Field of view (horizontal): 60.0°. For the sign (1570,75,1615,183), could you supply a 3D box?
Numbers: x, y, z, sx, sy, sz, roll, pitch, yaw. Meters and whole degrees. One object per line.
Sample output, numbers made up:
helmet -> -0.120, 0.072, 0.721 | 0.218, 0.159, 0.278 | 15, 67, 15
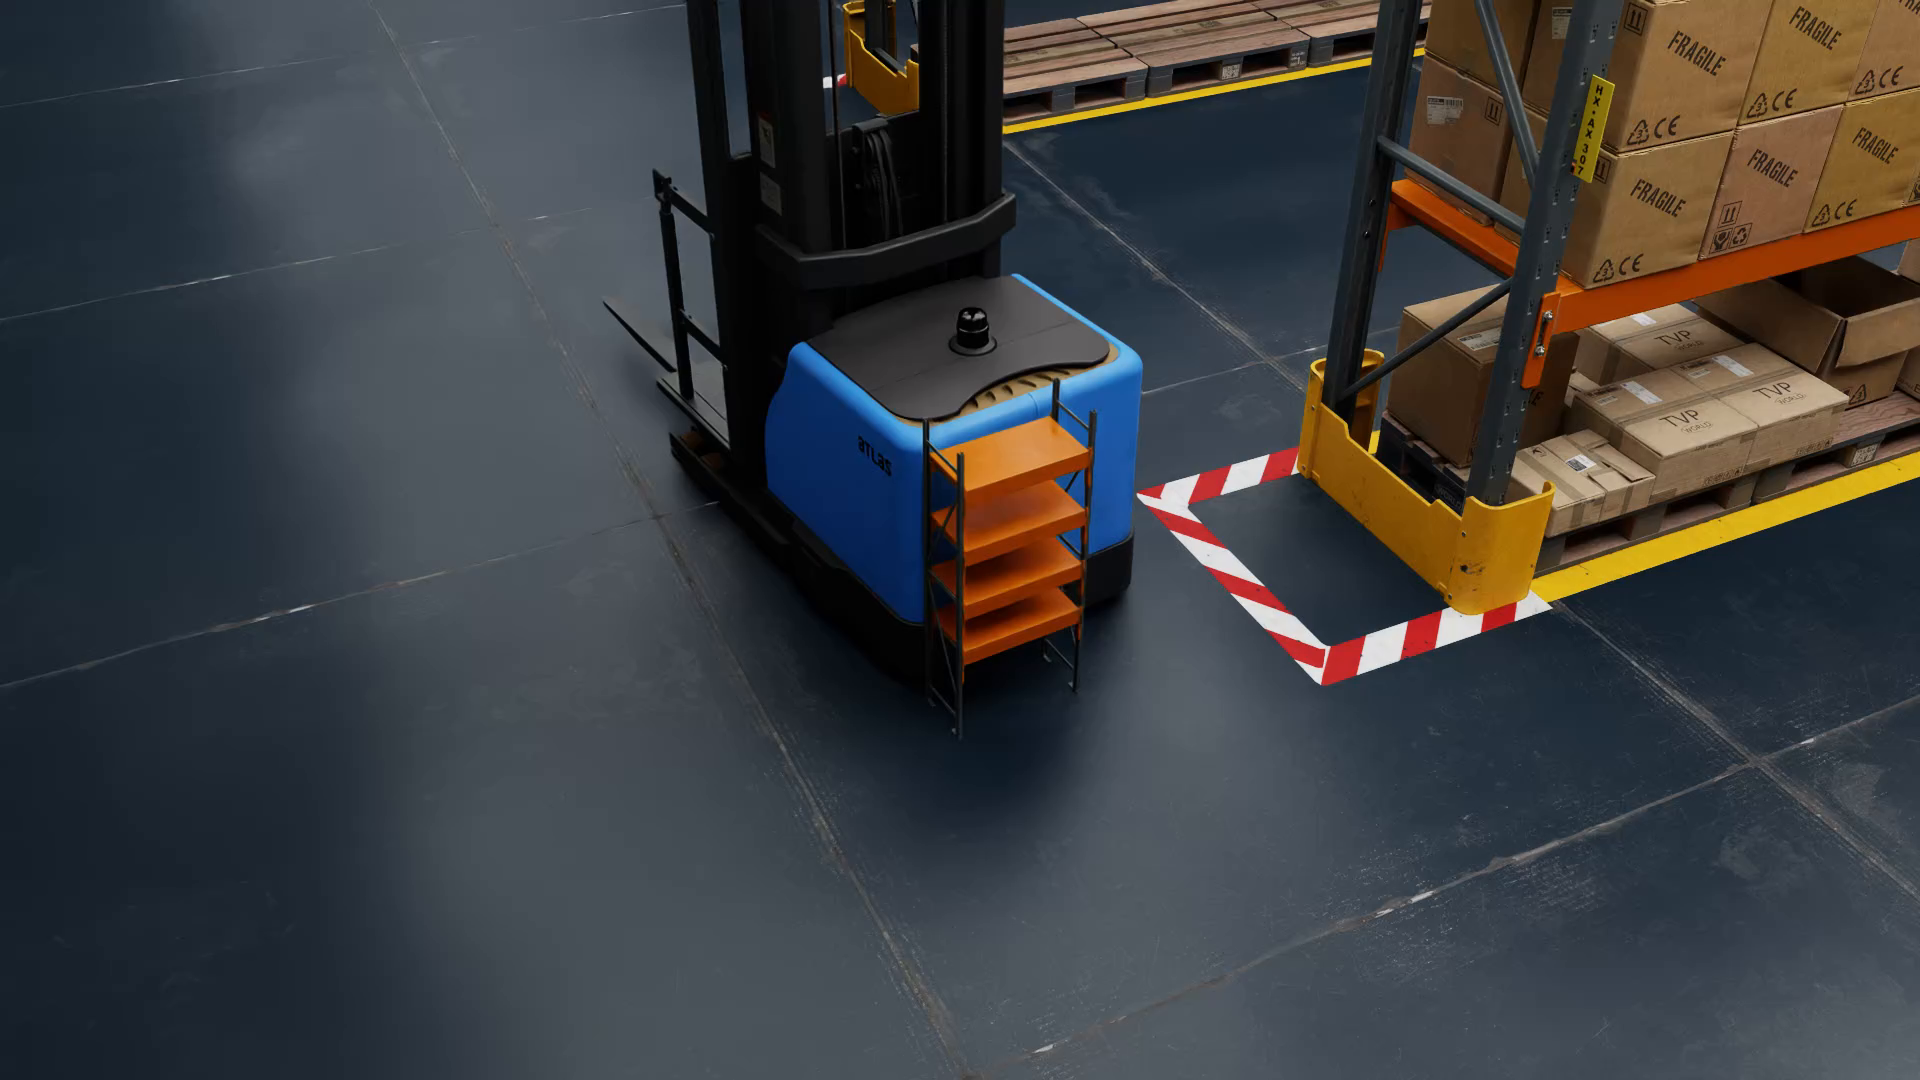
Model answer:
sign -> 1.994, -1.297, 5.255 | 0.005, 0.325, 0.100 | -16, 39, -20

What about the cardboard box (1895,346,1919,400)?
cardboard box -> 4.311, -0.865, 7.285 | 0.500, 0.311, 0.500 | -16, 39, -20

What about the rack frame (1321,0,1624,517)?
rack frame -> 1.764, -1.242, 5.907 | 0.127, 3.000, 1.000 | -16, 39, -20

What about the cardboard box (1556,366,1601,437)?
cardboard box -> 2.556, -0.606, 7.057 | 0.250, 0.166, 0.380 | -16, 39, -20

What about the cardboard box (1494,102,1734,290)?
cardboard box -> 2.277, -1.253, 5.837 | 0.500, 0.500, 0.500 | -15, 39, -19

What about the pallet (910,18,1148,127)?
pallet -> 0.425, -2.982, 10.594 | 1.213, 0.211, 1.003 | -16, 39, -20

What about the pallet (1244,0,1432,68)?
pallet -> 2.634, -3.600, 11.426 | 1.213, 0.211, 1.003 | -16, 39, -20

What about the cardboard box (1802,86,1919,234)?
cardboard box -> 3.198, -1.512, 6.186 | 0.500, 0.500, 0.500 | -16, 39, -20

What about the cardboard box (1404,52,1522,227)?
cardboard box -> 2.053, -1.543, 6.228 | 0.500, 0.500, 0.500 | -14, 39, -19

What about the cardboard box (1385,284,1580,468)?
cardboard box -> 2.151, -0.686, 6.885 | 0.500, 0.500, 0.500 | -16, 39, -20

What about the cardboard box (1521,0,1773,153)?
cardboard box -> 2.277, -1.654, 5.539 | 0.500, 0.500, 0.500 | -14, 39, -19

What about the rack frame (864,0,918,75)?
rack frame -> -0.338, -3.915, 9.510 | 0.127, 3.000, 1.000 | -16, 39, -20

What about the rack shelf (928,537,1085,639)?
rack shelf -> 0.156, 0.136, 5.670 | 0.480, 0.148, 0.258 | -19, 41, -24

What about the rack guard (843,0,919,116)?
rack guard -> -0.354, -2.897, 10.237 | 0.348, 0.500, 1.175 | -16, 39, -20

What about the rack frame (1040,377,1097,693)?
rack frame -> 0.368, 0.010, 5.727 | 0.015, 1.200, 0.240 | -19, 41, -24

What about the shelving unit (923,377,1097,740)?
shelving unit -> 0.156, 0.082, 5.629 | 0.503, 1.200, 0.258 | -19, 41, -24

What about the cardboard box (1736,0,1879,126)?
cardboard box -> 2.747, -1.791, 5.723 | 0.500, 0.500, 0.500 | -15, 39, -19

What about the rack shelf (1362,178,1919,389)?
rack shelf -> 3.574, -1.460, 6.804 | 4.000, 0.370, 1.077 | -16, 39, -20

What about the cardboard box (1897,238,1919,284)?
cardboard box -> 4.913, -1.362, 7.956 | 0.500, 0.311, 0.500 | -16, 39, -20

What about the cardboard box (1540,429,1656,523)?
cardboard box -> 2.515, -0.265, 6.598 | 0.250, 0.166, 0.380 | -16, 39, -20

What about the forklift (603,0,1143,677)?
forklift -> -0.582, -1.525, 6.345 | 1.130, 2.935, 3.031 | -22, 42, -27

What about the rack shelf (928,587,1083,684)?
rack shelf -> 0.155, 0.295, 5.790 | 0.480, 0.148, 0.258 | -19, 41, -24

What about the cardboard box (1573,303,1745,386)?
cardboard box -> 3.024, -0.809, 7.262 | 0.500, 0.250, 0.500 | -16, 39, -20

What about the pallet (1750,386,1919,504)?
pallet -> 3.657, -0.650, 7.450 | 1.213, 0.211, 1.003 | -16, 39, -20

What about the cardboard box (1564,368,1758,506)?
cardboard box -> 2.829, -0.426, 6.745 | 0.500, 0.250, 0.500 | -16, 39, -20

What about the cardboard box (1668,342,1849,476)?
cardboard box -> 3.282, -0.552, 6.916 | 0.500, 0.250, 0.500 | -16, 39, -20

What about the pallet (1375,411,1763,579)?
pallet -> 2.554, -0.344, 7.037 | 1.213, 0.211, 1.003 | -16, 39, -20

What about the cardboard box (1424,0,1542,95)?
cardboard box -> 2.050, -1.945, 5.931 | 0.500, 0.500, 0.500 | -16, 39, -20

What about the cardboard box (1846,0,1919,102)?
cardboard box -> 3.202, -1.915, 5.890 | 0.500, 0.500, 0.500 | -15, 39, -19

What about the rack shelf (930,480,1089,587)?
rack shelf -> 0.157, -0.042, 5.535 | 0.480, 0.148, 0.258 | -19, 41, -24

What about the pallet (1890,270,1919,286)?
pallet -> 4.763, -0.961, 7.869 | 1.213, 0.211, 1.003 | -16, 39, -20

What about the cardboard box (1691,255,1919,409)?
cardboard box -> 3.686, -0.951, 7.240 | 0.637, 0.503, 0.797 | -16, 39, -20

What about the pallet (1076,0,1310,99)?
pallet -> 1.528, -3.289, 11.007 | 1.213, 0.211, 1.003 | -16, 39, -20

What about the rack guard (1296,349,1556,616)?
rack guard -> 1.832, -0.258, 6.678 | 0.348, 0.500, 1.175 | -16, 39, -20

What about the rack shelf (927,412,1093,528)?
rack shelf -> 0.158, -0.231, 5.392 | 0.480, 0.148, 0.258 | -19, 41, -24

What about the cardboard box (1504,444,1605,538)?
cardboard box -> 2.289, -0.195, 6.518 | 0.250, 0.149, 0.380 | -16, 39, -20

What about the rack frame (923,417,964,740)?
rack frame -> -0.056, 0.155, 5.532 | 0.015, 1.200, 0.240 | -19, 41, -24

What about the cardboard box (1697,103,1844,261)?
cardboard box -> 2.742, -1.386, 6.017 | 0.500, 0.500, 0.500 | -16, 39, -20

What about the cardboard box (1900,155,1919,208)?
cardboard box -> 3.651, -1.637, 6.355 | 0.500, 0.500, 0.500 | -15, 39, -19
